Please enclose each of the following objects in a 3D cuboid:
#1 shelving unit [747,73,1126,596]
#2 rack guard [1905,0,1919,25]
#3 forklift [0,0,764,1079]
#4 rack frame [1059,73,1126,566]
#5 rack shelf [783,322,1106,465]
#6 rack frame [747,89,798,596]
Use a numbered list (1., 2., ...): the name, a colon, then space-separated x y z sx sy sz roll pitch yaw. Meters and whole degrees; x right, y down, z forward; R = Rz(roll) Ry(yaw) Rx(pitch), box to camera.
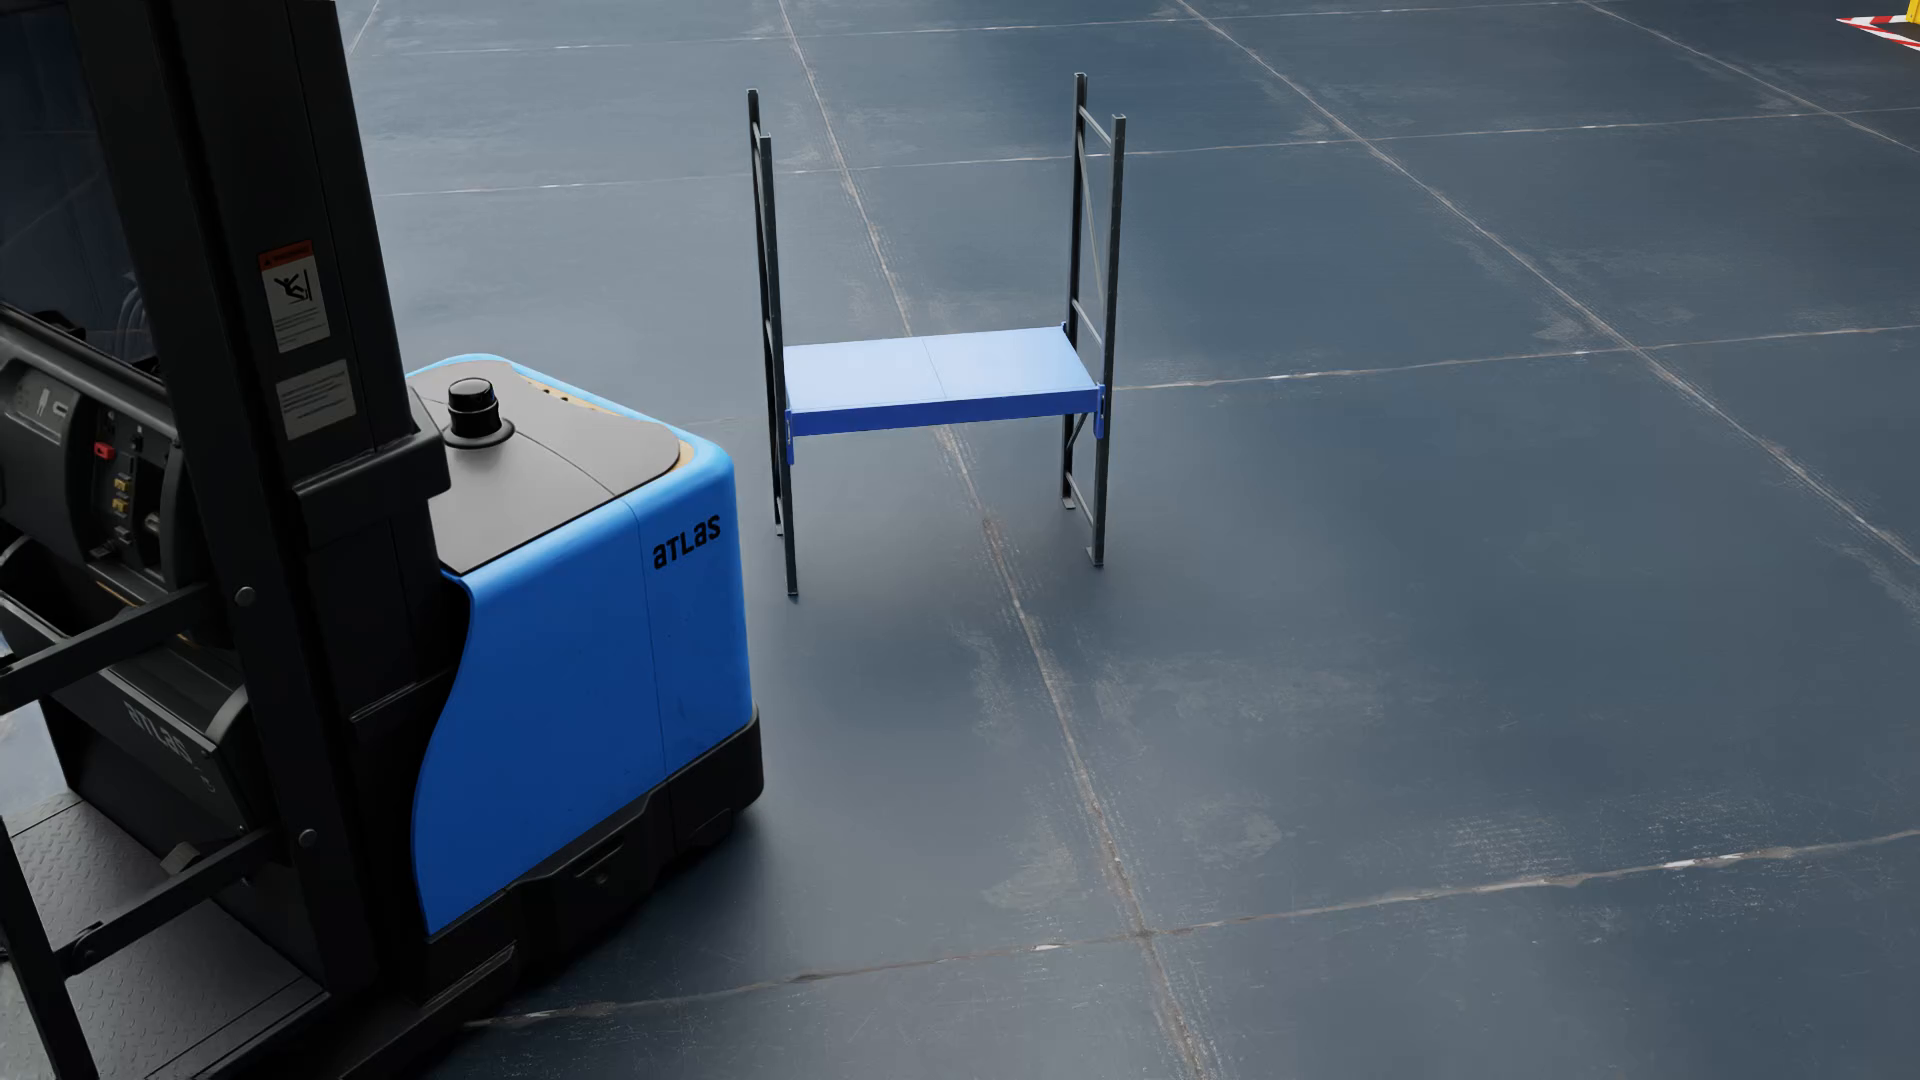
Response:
1. shelving unit: -0.084 -0.639 5.273 1.048 1.500 0.538 -5 31 -9
2. rack guard: 7.144 -3.745 11.541 0.348 0.500 1.175 -5 31 -9
3. forklift: -1.828 -0.119 2.976 1.130 2.935 3.031 22 37 32
4. rack frame: 0.416 -0.685 5.352 0.032 1.500 0.500 -5 31 -9
5. rack shelf: -0.084 -0.484 5.364 1.000 0.185 0.538 -5 31 -9
6. rack frame: -0.584 -0.592 5.194 0.032 1.500 0.500 -5 31 -9
